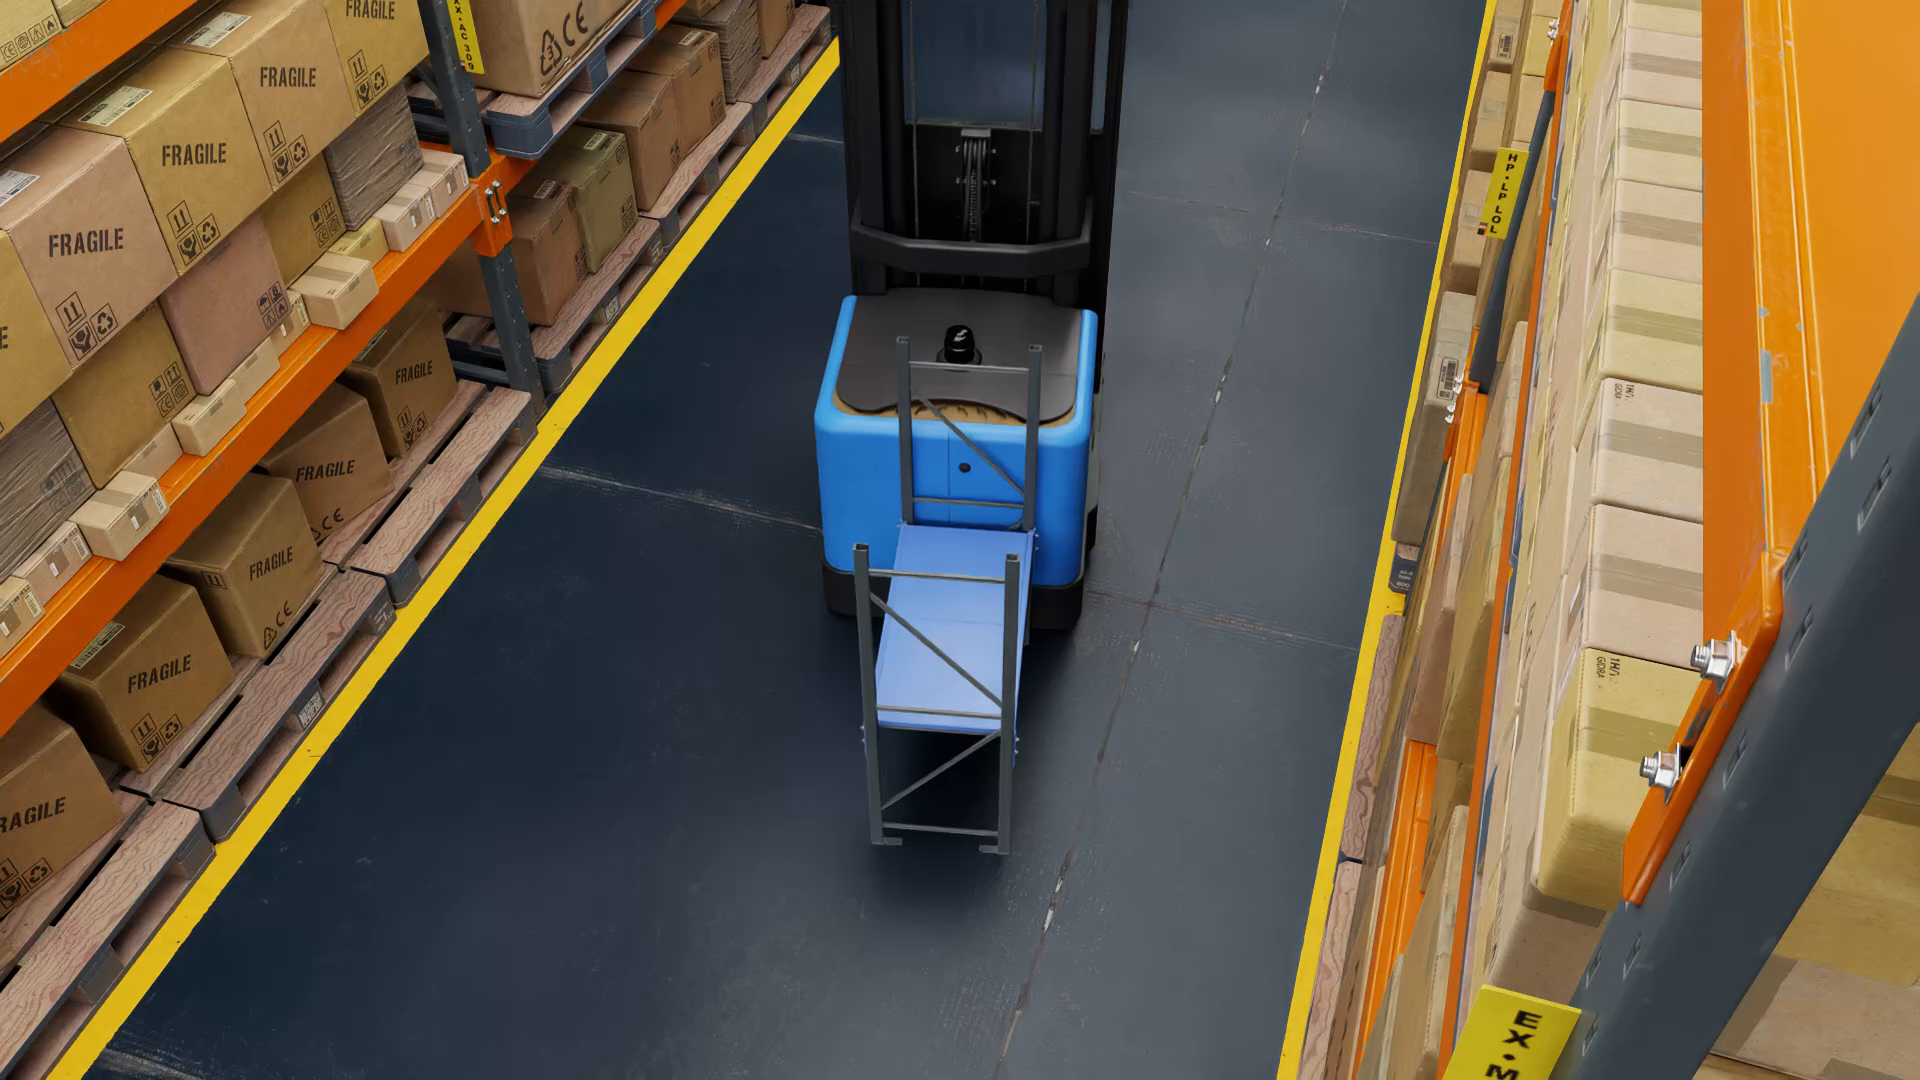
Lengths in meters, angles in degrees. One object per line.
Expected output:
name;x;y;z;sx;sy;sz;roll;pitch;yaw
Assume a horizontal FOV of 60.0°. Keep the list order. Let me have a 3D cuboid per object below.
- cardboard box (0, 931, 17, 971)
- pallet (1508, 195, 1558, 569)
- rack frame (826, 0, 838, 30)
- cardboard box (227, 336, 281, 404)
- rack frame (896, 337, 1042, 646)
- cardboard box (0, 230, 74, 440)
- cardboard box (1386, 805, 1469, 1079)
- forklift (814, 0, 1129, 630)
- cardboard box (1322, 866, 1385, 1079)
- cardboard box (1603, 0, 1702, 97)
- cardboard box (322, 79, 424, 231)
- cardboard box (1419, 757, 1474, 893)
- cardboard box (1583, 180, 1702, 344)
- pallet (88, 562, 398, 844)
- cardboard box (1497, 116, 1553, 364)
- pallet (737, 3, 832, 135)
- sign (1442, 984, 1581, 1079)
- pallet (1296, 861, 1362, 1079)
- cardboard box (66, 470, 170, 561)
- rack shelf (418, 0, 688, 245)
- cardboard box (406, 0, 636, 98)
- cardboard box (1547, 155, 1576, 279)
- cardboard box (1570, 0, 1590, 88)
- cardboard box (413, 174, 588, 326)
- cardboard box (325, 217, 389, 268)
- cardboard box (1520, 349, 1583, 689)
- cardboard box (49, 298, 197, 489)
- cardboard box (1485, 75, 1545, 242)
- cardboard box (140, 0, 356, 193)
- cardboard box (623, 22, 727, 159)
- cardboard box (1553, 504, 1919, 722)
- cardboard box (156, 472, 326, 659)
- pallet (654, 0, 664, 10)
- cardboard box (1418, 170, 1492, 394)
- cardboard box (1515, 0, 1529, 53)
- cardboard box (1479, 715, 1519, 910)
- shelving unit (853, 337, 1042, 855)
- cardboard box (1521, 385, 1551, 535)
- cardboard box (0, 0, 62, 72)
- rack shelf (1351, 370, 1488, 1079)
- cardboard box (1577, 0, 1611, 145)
cardboard box;-3.425;1.255;5.208;0.500;0.500;0.500;21;48;20
pallet;1.648;-0.310;3.240;1.003;0.211;1.213;13;46;13
rack frame;-1.208;-4.408;9.509;1.000;3.000;0.127;13;46;13
cardboard box;-2.630;-0.624;5.821;0.380;0.149;0.250;13;46;13
rack frame;0.030;-0.136;6.215;0.500;1.500;0.032;4;45;4
cardboard box;-2.896;-0.549;4.566;0.500;0.500;0.500;13;46;13
cardboard box;1.294;0.978;3.126;0.875;0.550;0.550;13;46;13
forklift;0.108;-1.718;6.809;1.130;2.935;3.031;4;45;4
cardboard box;1.473;1.599;4.589;0.875;0.875;0.875;12;46;12
cardboard box;1.382;-0.892;3.009;0.380;0.149;0.250;12;46;12
cardboard box;-2.614;-1.597;6.352;0.875;0.500;0.500;13;46;13
cardboard box;1.691;0.652;4.231;0.875;0.550;0.500;13;46;13
cardboard box;1.153;-0.383;2.489;0.380;0.149;0.250;13;46;13
pallet;-2.957;0.526;6.460;1.003;0.211;1.213;13;46;13
cardboard box;2.133;-0.825;4.968;0.875;0.550;0.550;13;46;13
pallet;-1.446;-2.891;9.952;1.003;0.211;1.213;13;46;13
sign;0.553;0.558;1.713;0.100;0.325;0.005;13;46;13
pallet;1.605;1.679;5.282;1.003;0.211;1.213;13;46;13
cardboard box;-2.770;-0.104;5.291;0.380;0.149;0.250;13;46;13
rack shelf;-1.814;-2.818;8.398;1.077;0.370;4.000;13;46;13
cardboard box;-2.045;-2.606;6.938;1.000;1.000;1.000;13;46;13
cardboard box;1.382;-0.607;3.288;0.380;0.149;0.250;13;46;13
cardboard box;1.613;-1.115;3.807;0.380;0.149;0.250;12;46;12
cardboard box;-2.213;-1.410;7.918;0.700;0.500;0.500;9;45;9
cardboard box;-2.422;-1.128;6.336;0.380;0.149;0.250;13;46;13
cardboard box;1.100;0.013;2.369;0.500;0.250;0.500;13;46;13
cardboard box;-3.046;-0.592;5.325;0.875;0.500;0.500;13;46;13
cardboard box;2.334;-1.401;6.364;0.500;0.500;0.500;12;46;12
cardboard box;-2.443;-1.549;5.588;0.500;0.500;0.500;13;46;13
cardboard box;-1.713;-2.469;9.000;0.700;0.500;0.500;16;47;16
cardboard box;0.922;0.127;1.968;0.380;0.149;0.250;13;46;13
cardboard box;-2.858;0.074;6.416;0.500;0.500;0.500;9;45;9
pallet;-1.768;-3.011;8.219;1.003;0.211;1.213;13;46;13
cardboard box;2.675;-1.045;7.380;1.050;0.750;0.750;13;46;12
cardboard box;2.791;-2.408;7.394;0.500;0.500;0.500;13;46;12
cardboard box;0.921;0.413;2.245;0.380;0.149;0.250;13;46;13
shelving unit;-0.020;0.218;5.854;0.538;1.500;1.048;4;45;4
cardboard box;1.152;-0.098;2.767;0.380;0.149;0.250;12;46;12
cardboard box;-2.781;-1.383;4.380;0.500;0.250;0.500;14;46;14
rack shelf;1.672;0.967;4.531;1.077;0.370;4.000;13;46;13
cardboard box;1.559;-0.995;3.399;0.500;0.250;0.500;12;46;12
